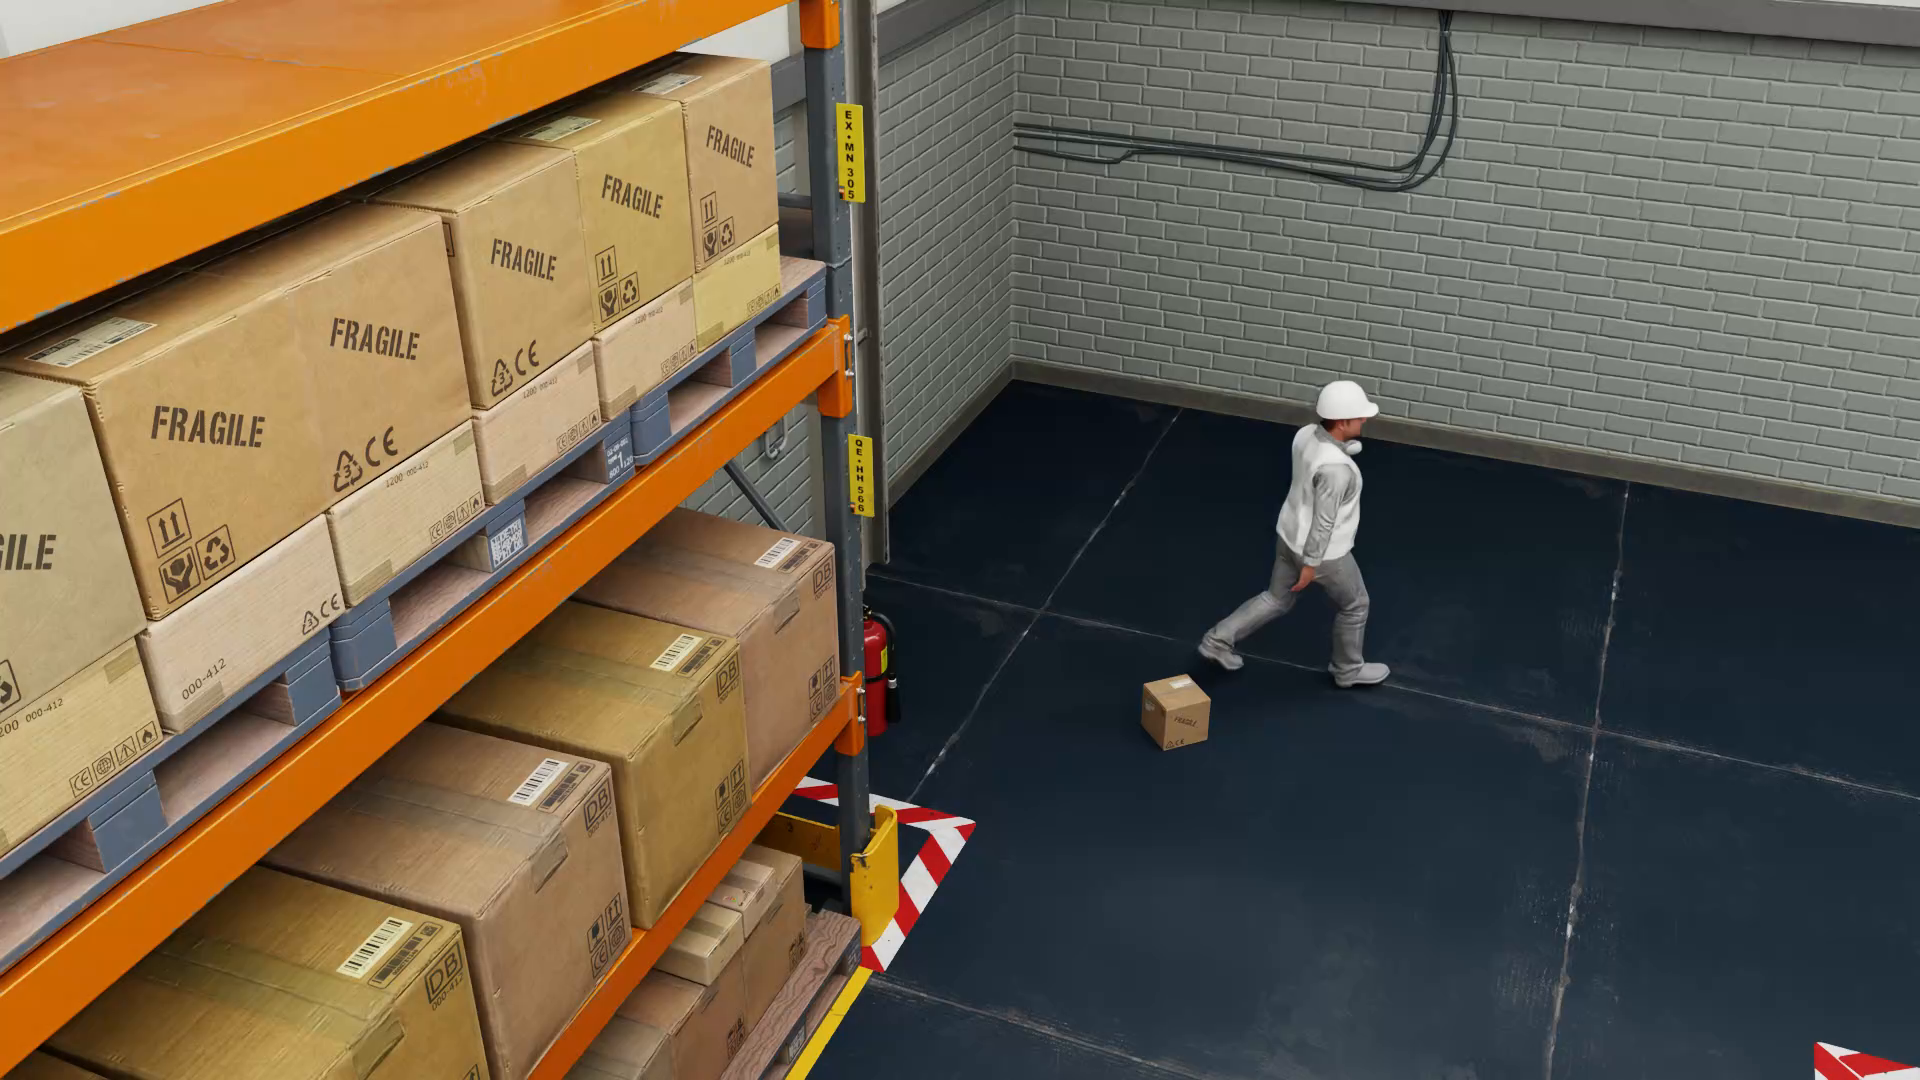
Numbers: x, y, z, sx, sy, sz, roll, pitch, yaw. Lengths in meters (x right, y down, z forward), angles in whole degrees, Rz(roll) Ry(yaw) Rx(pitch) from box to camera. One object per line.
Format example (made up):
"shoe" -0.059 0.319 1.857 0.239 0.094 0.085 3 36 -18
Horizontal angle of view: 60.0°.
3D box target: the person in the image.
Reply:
"person" 1.758 -0.006 8.381 1.012 1.729 0.542 -6 30 -11
